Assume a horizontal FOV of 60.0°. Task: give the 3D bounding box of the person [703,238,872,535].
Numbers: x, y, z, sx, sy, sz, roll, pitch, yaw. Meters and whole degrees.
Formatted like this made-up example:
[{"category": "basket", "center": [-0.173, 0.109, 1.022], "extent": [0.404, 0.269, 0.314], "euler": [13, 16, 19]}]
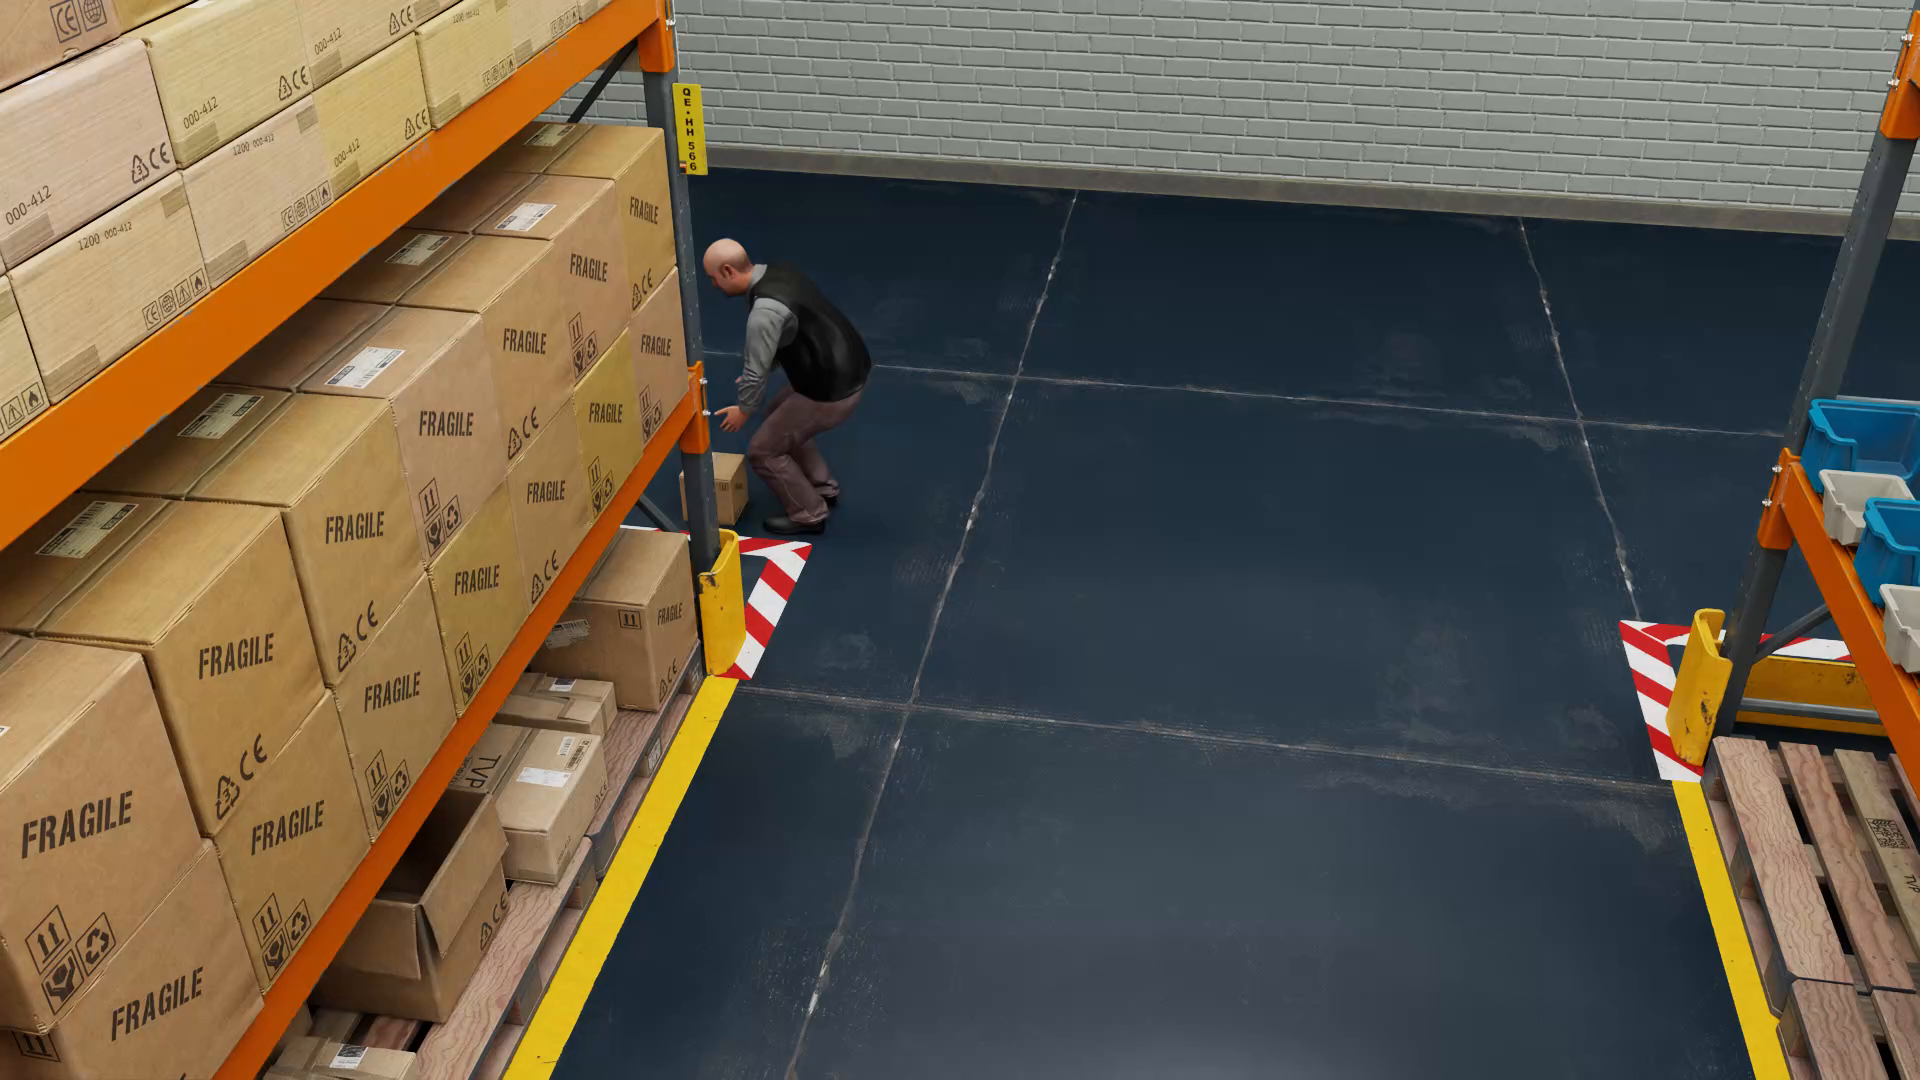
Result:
[{"category": "person", "center": [-0.768, -0.693, 7.566], "extent": [0.709, 1.404, 0.591], "euler": [4, 32, 6]}]
